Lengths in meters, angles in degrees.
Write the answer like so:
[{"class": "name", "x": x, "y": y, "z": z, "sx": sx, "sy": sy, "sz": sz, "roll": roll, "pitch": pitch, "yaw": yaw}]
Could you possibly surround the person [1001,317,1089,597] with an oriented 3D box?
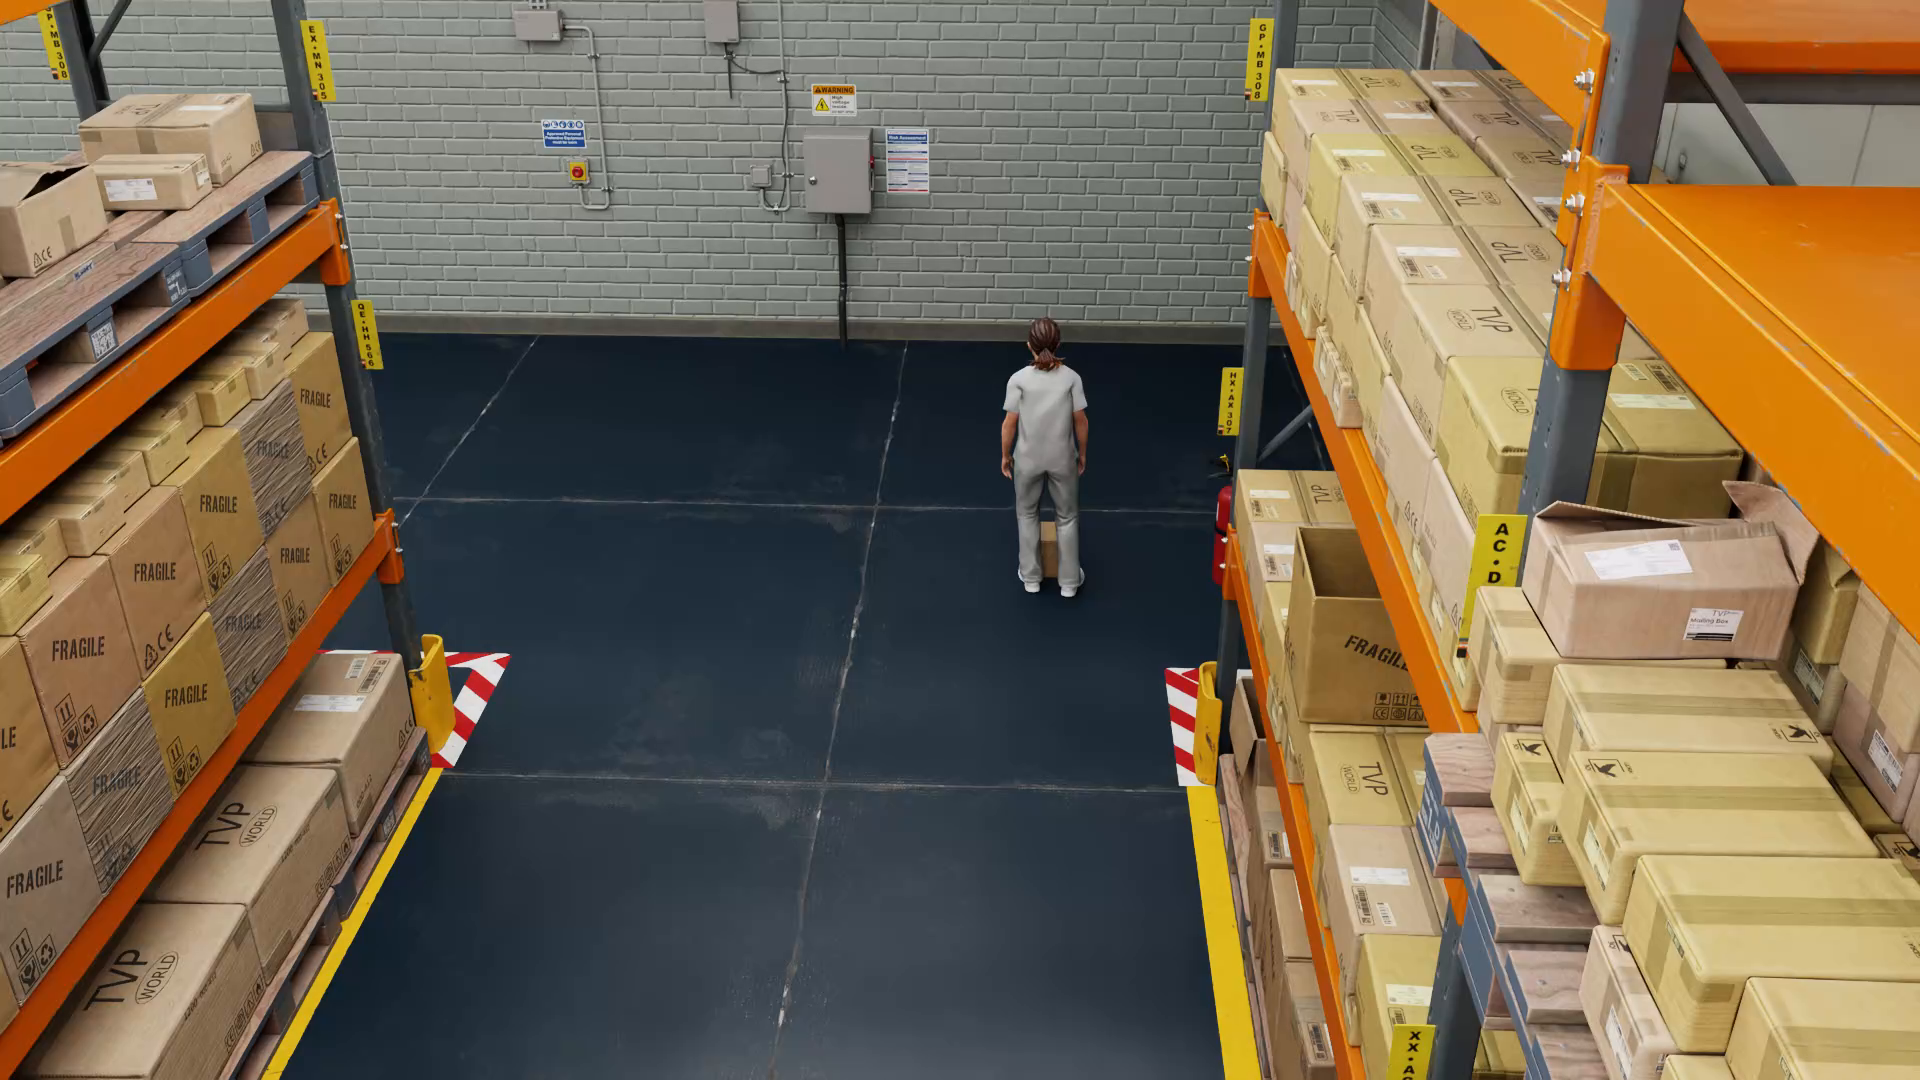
[{"class": "person", "x": 0.489, "y": -0.467, "z": 9.499, "sx": 0.514, "sy": 1.673, "sz": 0.409, "roll": 0, "pitch": 28, "yaw": -1}]
